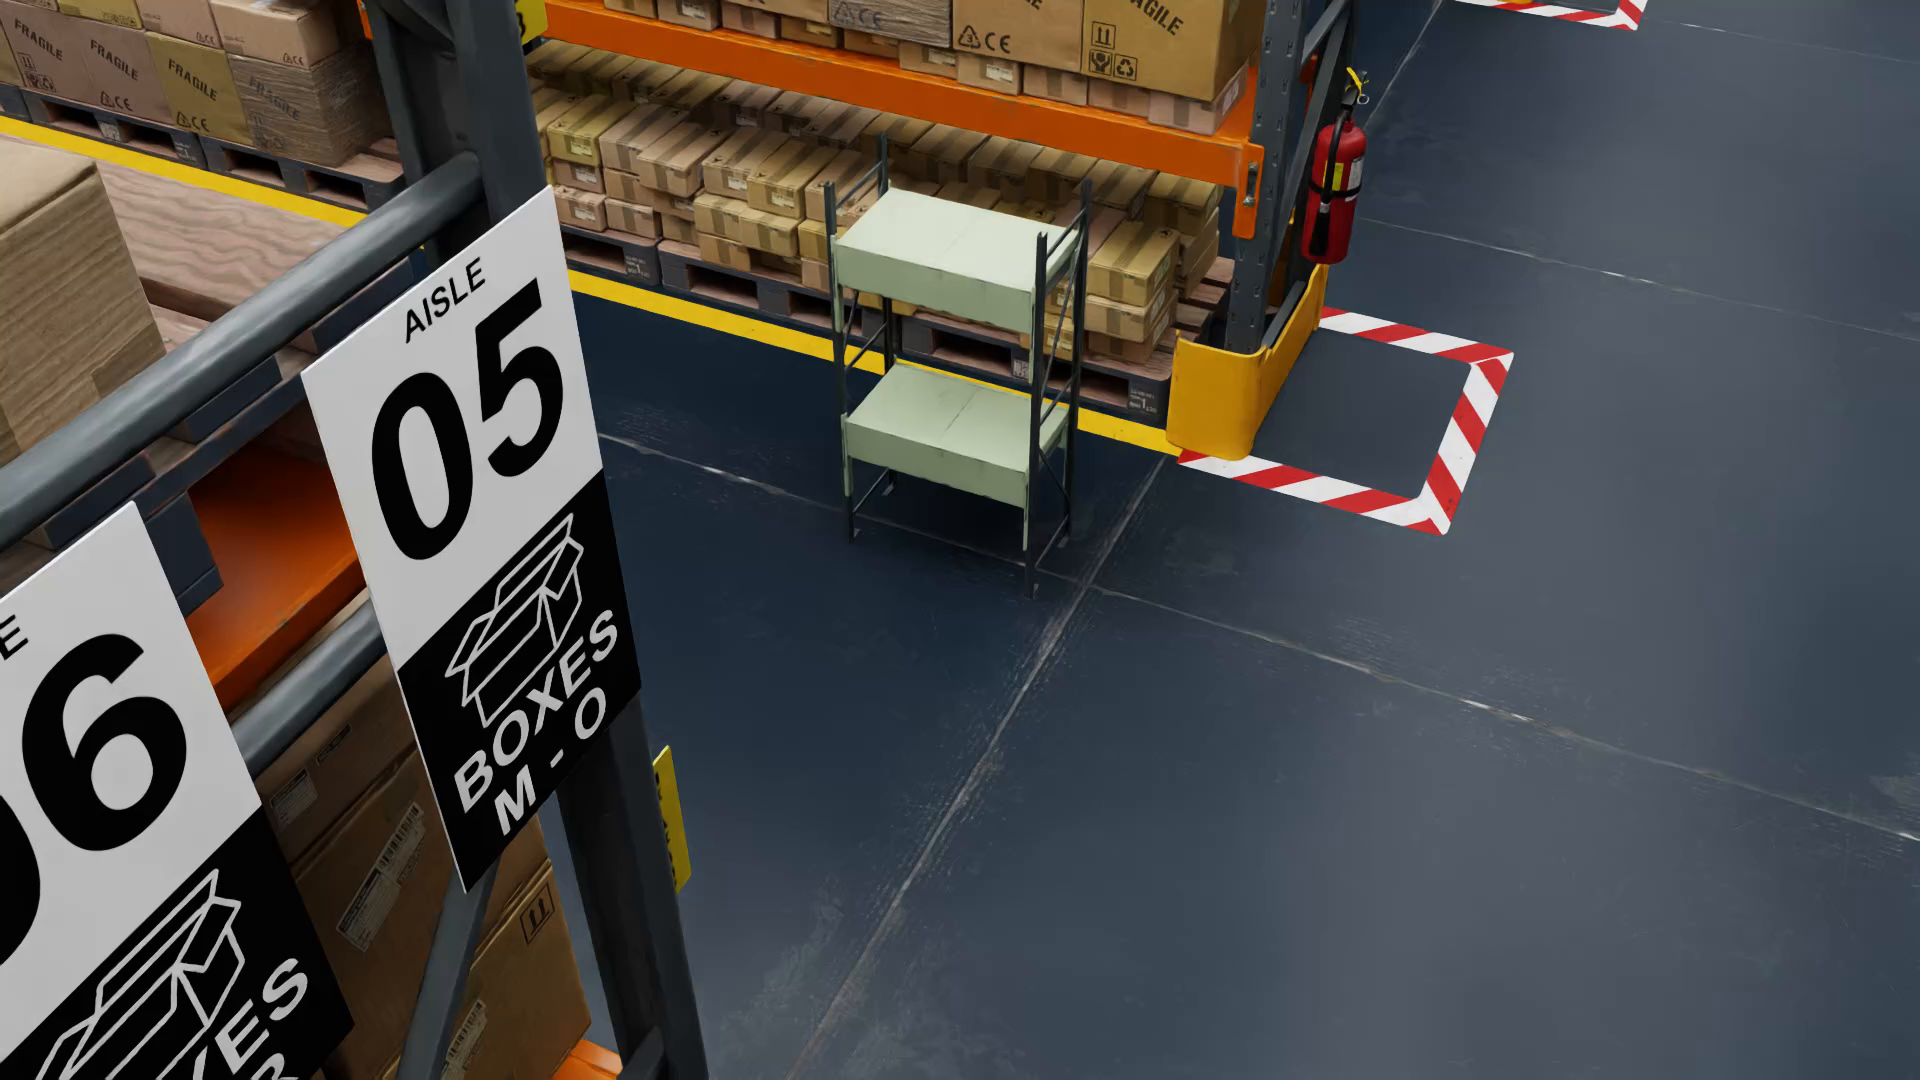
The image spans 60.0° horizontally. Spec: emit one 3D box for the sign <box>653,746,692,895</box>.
[{"bbox_3d":[-0.480,0.475,2.690,0.005,0.325,0.100,17,44,19],"label":"sign"}]

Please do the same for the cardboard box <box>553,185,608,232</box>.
[{"bbox_3d":[-1.661,-1.592,7.653,0.250,0.149,0.380,17,44,18],"label":"cardboard box"}]

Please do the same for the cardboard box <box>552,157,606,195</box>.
[{"bbox_3d":[-1.647,-1.754,7.613,0.250,0.149,0.380,17,44,18],"label":"cardboard box"}]

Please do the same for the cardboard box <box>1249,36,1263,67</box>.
[{"bbox_3d":[1.127,-1.996,6.454,0.250,0.149,0.380,17,44,18],"label":"cardboard box"}]

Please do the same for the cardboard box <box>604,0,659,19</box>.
[{"bbox_3d":[-1.251,-2.289,6.792,0.250,0.149,0.380,18,44,19],"label":"cardboard box"}]

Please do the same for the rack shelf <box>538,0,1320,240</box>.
[{"bbox_3d":[-0.531,-2.088,6.918,4.000,0.370,1.077,17,44,19],"label":"rack shelf"}]

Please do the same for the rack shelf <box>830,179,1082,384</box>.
[{"bbox_3d":[-0.006,-0.863,5.505,0.720,0.370,0.431,17,44,19],"label":"rack shelf"}]

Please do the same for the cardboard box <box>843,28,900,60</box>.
[{"bbox_3d":[-0.263,-2.043,6.508,0.250,0.149,0.380,15,43,17],"label":"cardboard box"}]

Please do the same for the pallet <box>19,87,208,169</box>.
[{"bbox_3d":[-4.159,-2.412,8.871,1.213,0.211,1.003,17,44,19],"label":"pallet"}]

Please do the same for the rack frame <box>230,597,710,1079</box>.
[{"bbox_3d":[-0.720,1.160,2.622,0.127,3.000,1.000,17,44,19],"label":"rack frame"}]

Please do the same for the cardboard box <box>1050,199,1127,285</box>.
[{"bbox_3d":[0.491,-1.212,6.760,0.250,0.149,0.380,18,44,19],"label":"cardboard box"}]

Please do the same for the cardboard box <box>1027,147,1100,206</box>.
[{"bbox_3d":[0.476,-1.610,7.219,0.250,0.149,0.380,17,44,19],"label":"cardboard box"}]

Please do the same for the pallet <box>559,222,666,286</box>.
[{"bbox_3d":[-1.720,-1.695,8.045,1.213,0.211,1.003,17,44,19],"label":"pallet"}]

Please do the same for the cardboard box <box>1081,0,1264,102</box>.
[{"bbox_3d":[0.766,-1.928,5.881,0.500,0.500,0.500,18,44,19],"label":"cardboard box"}]

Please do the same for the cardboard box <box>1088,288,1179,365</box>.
[{"bbox_3d":[0.716,-0.910,6.865,0.250,0.149,0.380,18,44,19],"label":"cardboard box"}]

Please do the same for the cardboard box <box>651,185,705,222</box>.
[{"bbox_3d":[-1.164,-1.588,7.421,0.250,0.149,0.380,19,44,21],"label":"cardboard box"}]

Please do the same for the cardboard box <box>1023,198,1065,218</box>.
[{"bbox_3d":[0.432,-1.422,7.229,0.250,0.149,0.380,18,44,19],"label":"cardboard box"}]

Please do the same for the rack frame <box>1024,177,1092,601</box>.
[{"bbox_3d":[0.326,-0.467,5.644,0.023,1.500,0.400,17,44,19],"label":"rack frame"}]

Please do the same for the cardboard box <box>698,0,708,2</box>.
[{"bbox_3d":[-1.108,-2.484,6.522,0.500,0.500,0.500,16,43,18],"label":"cardboard box"}]

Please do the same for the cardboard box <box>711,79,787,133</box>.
[{"bbox_3d":[-0.947,-2.026,7.699,0.250,0.149,0.380,15,43,17],"label":"cardboard box"}]

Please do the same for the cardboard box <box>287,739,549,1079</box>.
[{"bbox_3d":[-1.034,0.442,2.610,0.500,0.500,0.500,16,43,18],"label":"cardboard box"}]

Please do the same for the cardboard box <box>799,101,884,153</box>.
[{"bbox_3d":[-0.519,-1.825,7.467,0.250,0.149,0.380,17,44,19],"label":"cardboard box"}]

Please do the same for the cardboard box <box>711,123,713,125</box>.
[{"bbox_3d":[-1.237,-1.950,7.839,0.250,0.149,0.380,17,44,19],"label":"cardboard box"}]

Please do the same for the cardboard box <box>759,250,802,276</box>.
[{"bbox_3d":[-0.686,-1.341,7.363,0.250,0.149,0.380,18,44,20],"label":"cardboard box"}]

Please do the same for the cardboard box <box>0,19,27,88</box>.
[{"bbox_3d":[-4.978,-2.751,8.722,0.500,0.500,0.500,17,44,19],"label":"cardboard box"}]

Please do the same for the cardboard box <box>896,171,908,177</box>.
[{"bbox_3d":[-0.299,-1.625,7.464,0.250,0.149,0.380,19,44,21],"label":"cardboard box"}]

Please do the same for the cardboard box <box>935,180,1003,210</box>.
[{"bbox_3d":[-0.005,-1.318,6.882,0.250,0.149,0.380,15,43,17],"label":"cardboard box"}]

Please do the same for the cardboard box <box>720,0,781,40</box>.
[{"bbox_3d":[-0.748,-2.164,6.648,0.250,0.149,0.380,19,44,20],"label":"cardboard box"}]

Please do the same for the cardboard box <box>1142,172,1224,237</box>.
[{"bbox_3d":[0.950,-1.459,7.045,0.250,0.149,0.380,15,43,17],"label":"cardboard box"}]

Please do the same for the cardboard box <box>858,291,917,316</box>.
[{"bbox_3d":[-0.249,-1.139,7.130,0.250,0.149,0.380,15,43,17],"label":"cardboard box"}]

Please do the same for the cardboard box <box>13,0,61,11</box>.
[{"bbox_3d":[-4.543,-2.899,8.320,0.500,0.250,0.500,17,44,19],"label":"cardboard box"}]

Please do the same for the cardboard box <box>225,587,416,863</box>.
[{"bbox_3d":[-0.924,0.237,2.352,0.250,0.149,0.380,18,44,20],"label":"cardboard box"}]

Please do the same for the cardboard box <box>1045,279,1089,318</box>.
[{"bbox_3d":[0.469,-1.081,6.836,0.250,0.149,0.380,16,43,18],"label":"cardboard box"}]

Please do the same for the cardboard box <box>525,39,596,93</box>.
[{"bbox_3d":[-1.911,-2.276,7.988,0.250,0.149,0.380,18,44,20],"label":"cardboard box"}]

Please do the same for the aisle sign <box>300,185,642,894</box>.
[{"bbox_3d":[-0.532,0.025,1.946,0.004,0.787,0.394,17,44,19],"label":"aisle sign"}]

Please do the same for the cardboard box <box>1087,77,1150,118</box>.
[{"bbox_3d":[0.657,-1.725,6.142,0.250,0.149,0.380,17,44,19],"label":"cardboard box"}]

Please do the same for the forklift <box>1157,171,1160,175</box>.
[{"bbox_3d":[0.708,-3.648,8.221,1.130,2.935,3.031,7,41,8],"label":"forklift"}]

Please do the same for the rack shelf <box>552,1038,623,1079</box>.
[{"bbox_3d":[-2.532,0.878,3.496,4.000,0.370,1.077,17,44,19],"label":"rack shelf"}]

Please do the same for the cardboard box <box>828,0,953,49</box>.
[{"bbox_3d":[-0.162,-2.208,6.204,0.500,0.500,0.500,17,44,19],"label":"cardboard box"}]

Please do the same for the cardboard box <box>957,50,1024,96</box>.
[{"bbox_3d":[0.182,-1.842,6.277,0.250,0.149,0.380,18,44,20],"label":"cardboard box"}]

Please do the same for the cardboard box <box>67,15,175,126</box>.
[{"bbox_3d":[-4.048,-2.470,8.398,0.500,0.500,0.500,16,43,18],"label":"cardboard box"}]

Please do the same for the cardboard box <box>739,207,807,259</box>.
[{"bbox_3d":[-0.749,-1.397,7.201,0.250,0.149,0.380,17,44,19],"label":"cardboard box"}]

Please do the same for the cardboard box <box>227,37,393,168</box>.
[{"bbox_3d":[-3.120,-2.183,8.067,0.500,0.500,0.500,16,43,18],"label":"cardboard box"}]

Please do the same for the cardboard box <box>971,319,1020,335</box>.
[{"bbox_3d":[0.238,-1.045,7.021,0.250,0.149,0.380,17,44,18],"label":"cardboard box"}]

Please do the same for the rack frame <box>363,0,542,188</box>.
[{"bbox_3d":[-2.343,-2.914,7.322,0.127,3.000,1.000,17,44,19],"label":"rack frame"}]

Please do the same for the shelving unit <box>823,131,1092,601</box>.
[{"bbox_3d":[-0.006,-0.569,5.761,0.755,1.500,0.431,17,44,19],"label":"shelving unit"}]

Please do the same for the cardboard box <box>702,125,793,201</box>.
[{"bbox_3d":[-0.920,-1.645,7.260,0.250,0.149,0.380,15,43,17],"label":"cardboard box"}]

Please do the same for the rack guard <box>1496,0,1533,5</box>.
[{"bbox_3d":[3.492,-3.771,10.219,0.348,0.500,1.175,17,44,19],"label":"rack guard"}]

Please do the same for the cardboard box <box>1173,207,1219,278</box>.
[{"bbox_3d":[0.915,-1.297,7.086,0.250,0.149,0.380,19,44,20],"label":"cardboard box"}]

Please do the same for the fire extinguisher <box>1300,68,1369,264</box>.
[{"bbox_3d":[1.315,-1.292,5.795,0.183,0.674,0.296,17,44,19],"label":"fire extinguisher"}]

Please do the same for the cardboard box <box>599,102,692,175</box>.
[{"bbox_3d":[-1.398,-1.791,7.428,0.250,0.149,0.380,16,43,18],"label":"cardboard box"}]

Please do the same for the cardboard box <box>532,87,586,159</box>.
[{"bbox_3d":[-1.894,-1.890,7.542,0.250,0.149,0.380,19,44,21],"label":"cardboard box"}]

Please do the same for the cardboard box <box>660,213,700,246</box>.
[{"bbox_3d":[-1.151,-1.498,7.544,0.250,0.149,0.380,15,43,17],"label":"cardboard box"}]

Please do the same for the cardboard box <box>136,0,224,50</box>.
[{"bbox_3d":[-3.585,-2.618,7.995,0.500,0.250,0.500,19,44,21],"label":"cardboard box"}]

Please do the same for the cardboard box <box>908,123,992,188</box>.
[{"bbox_3d":[-0.031,-1.712,7.337,0.250,0.149,0.380,19,44,20],"label":"cardboard box"}]

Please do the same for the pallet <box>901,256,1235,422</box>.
[{"bbox_3d":[0.492,-1.019,7.265,1.213,0.211,1.003,17,44,19],"label":"pallet"}]

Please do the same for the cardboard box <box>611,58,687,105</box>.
[{"bbox_3d":[-1.434,-2.164,7.858,0.250,0.149,0.380,17,44,18],"label":"cardboard box"}]

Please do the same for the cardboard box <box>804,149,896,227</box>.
[{"bbox_3d":[-0.464,-1.498,7.090,0.250,0.149,0.380,16,43,17],"label":"cardboard box"}]
